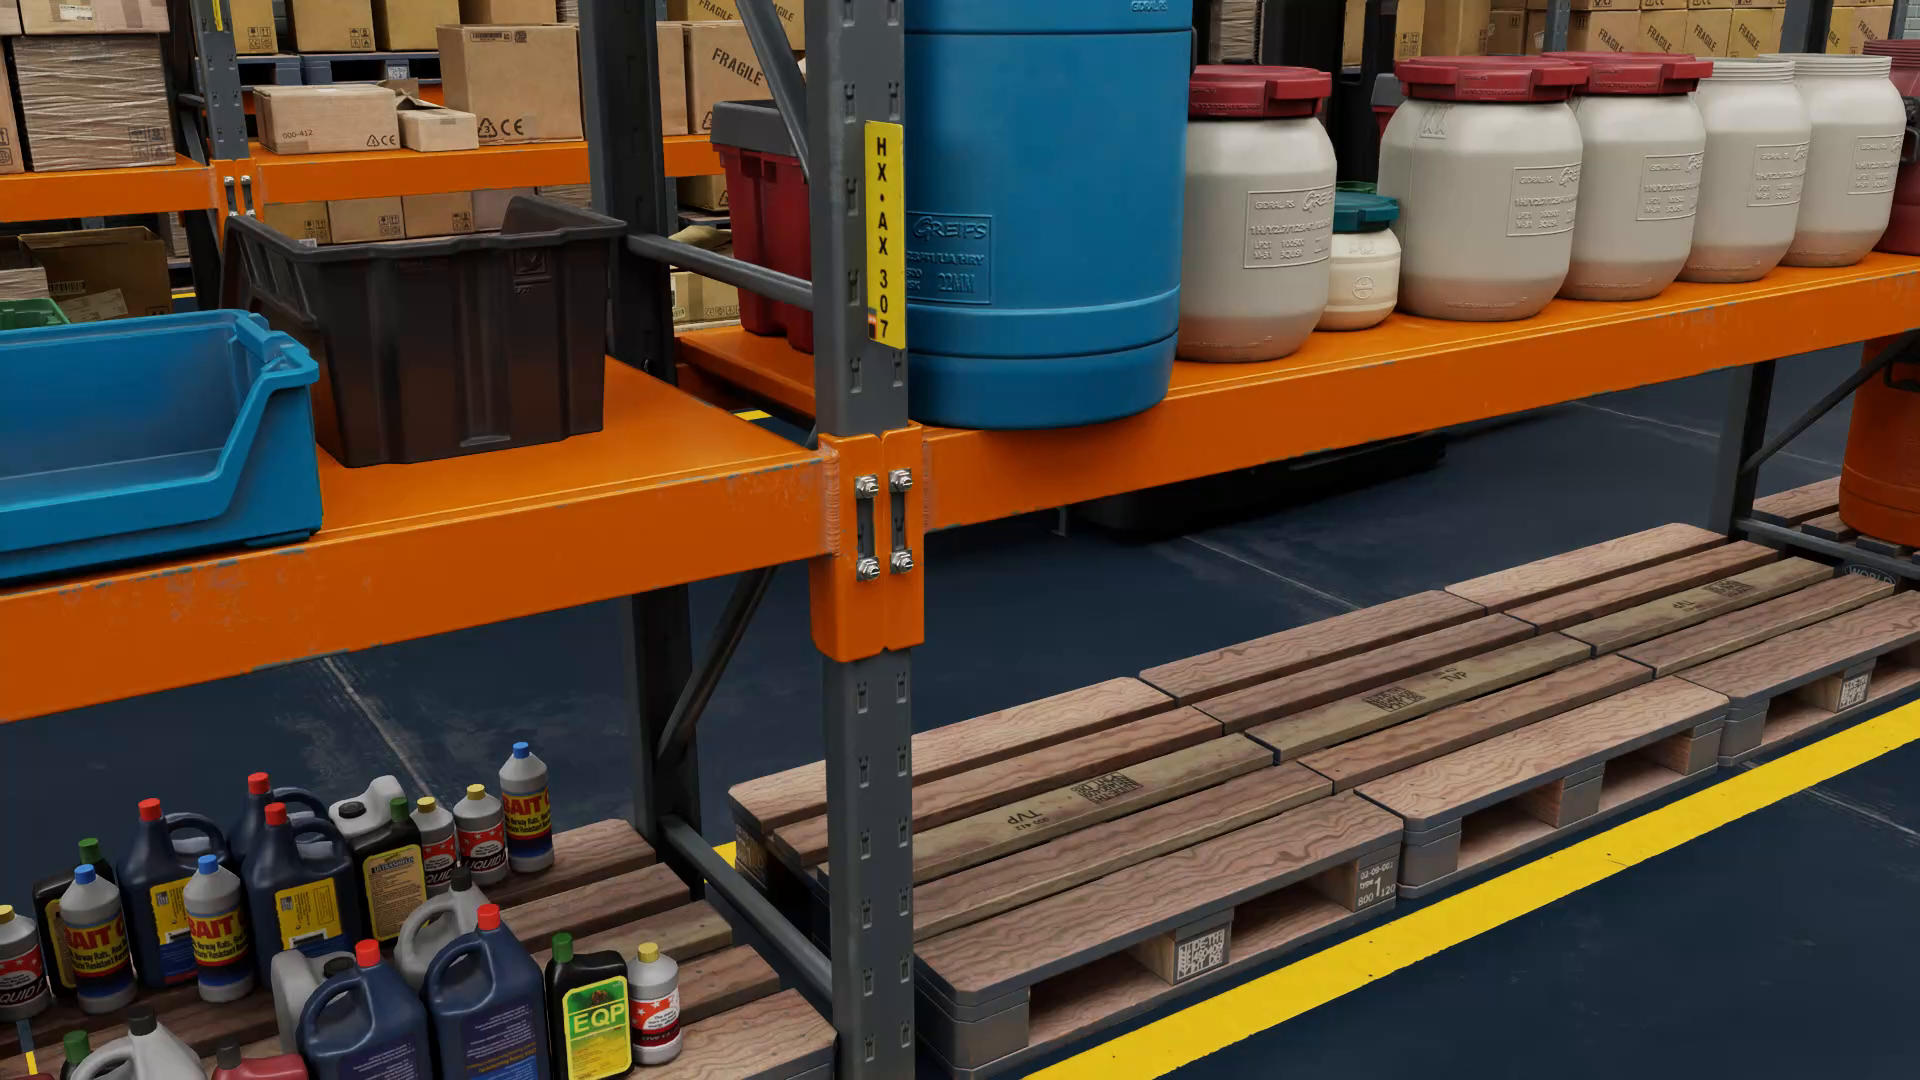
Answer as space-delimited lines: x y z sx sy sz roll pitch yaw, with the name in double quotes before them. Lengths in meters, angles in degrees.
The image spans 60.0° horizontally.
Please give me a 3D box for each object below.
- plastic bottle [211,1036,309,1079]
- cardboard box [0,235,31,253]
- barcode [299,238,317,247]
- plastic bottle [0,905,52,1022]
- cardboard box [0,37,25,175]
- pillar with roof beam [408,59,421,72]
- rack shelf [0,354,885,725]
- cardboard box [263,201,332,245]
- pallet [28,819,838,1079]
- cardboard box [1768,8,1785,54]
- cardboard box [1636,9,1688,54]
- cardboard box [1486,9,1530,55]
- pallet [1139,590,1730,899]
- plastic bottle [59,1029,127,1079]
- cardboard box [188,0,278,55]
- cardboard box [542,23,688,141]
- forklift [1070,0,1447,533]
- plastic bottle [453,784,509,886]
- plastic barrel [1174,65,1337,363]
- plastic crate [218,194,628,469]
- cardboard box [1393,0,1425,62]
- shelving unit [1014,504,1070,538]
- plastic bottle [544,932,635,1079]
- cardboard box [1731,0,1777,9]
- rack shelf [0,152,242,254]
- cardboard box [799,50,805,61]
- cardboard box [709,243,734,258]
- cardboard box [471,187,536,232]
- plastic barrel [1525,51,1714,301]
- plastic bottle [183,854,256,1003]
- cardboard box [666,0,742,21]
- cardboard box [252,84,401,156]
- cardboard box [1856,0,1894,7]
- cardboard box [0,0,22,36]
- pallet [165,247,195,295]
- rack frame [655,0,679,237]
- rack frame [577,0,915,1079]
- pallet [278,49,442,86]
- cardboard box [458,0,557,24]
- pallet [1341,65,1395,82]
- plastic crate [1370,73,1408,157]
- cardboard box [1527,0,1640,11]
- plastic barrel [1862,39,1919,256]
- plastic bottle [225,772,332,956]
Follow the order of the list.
"plastic bottle" -1.057 0.874 2.530 0.133 0.283 0.061 -10 21 -28
"cardboard box" -4.098 -0.958 6.860 0.500 0.500 0.500 -12 22 -31
"barcode" -2.683 -1.207 6.848 0.075 0.075 0.001 -12 22 -31
"plastic bottle" -1.714 0.757 3.005 0.097 0.201 0.097 0 19 0
"cardboard box" -3.930 -1.667 6.336 0.500 0.500 0.700 -12 22 -32
"pillar with roof beam" -1.706 -5.516 8.510 0.400 9.000 9.100 -12 22 -31
"rack shelf" -2.075 0.225 2.020 4.000 0.370 1.077 -12 22 -31
"cardboard box" -4.843 -2.381 11.821 0.500 0.500 0.700 -12 22 -32
"pallet" -0.988 0.960 3.077 1.213 0.211 1.003 -12 22 -31
"cardboard box" 5.821 -3.625 12.127 0.500 0.500 0.500 -12 22 -31
"cardboard box" 4.557 -3.359 11.339 0.500 0.500 0.500 -11 22 -30
"cardboard box" 3.832 -3.407 11.484 0.500 0.500 0.500 -11 22 -31
"pallet" 1.250 0.488 4.473 1.213 0.211 1.003 -12 22 -31
"plastic bottle" -1.292 0.868 2.547 0.133 0.283 0.061 -12 22 -31
"cardboard box" -4.938 -3.551 11.223 0.500 0.500 0.700 -9 21 -26
"cardboard box" -1.617 -2.153 7.775 0.500 0.500 0.500 -12 22 -31
"forklift" 1.472 -1.776 6.922 3.031 2.935 1.130 -14 23 -36
"plastic bottle" -0.996 0.605 3.453 0.097 0.201 0.097 0 19 0
"plastic barrel" 0.515 -0.643 3.250 0.433 0.535 0.433 0 19 0
"plastic crate" -0.912 -0.381 2.785 0.504 0.338 0.767 -12 22 -31
"cardboard box" 2.498 -3.288 10.475 0.500 0.500 0.700 -8 20 -23
"shelving unit" -0.014 -0.707 5.990 0.755 1.500 0.431 -12 22 -33
"plastic bottle" -0.625 0.783 2.800 0.133 0.283 0.061 -11 21 -29
"cardboard box" 5.395 -4.005 11.689 0.500 0.500 0.500 -11 22 -30
"rack shelf" -4.796 -1.101 5.941 4.000 0.370 1.077 -12 22 -31
"cardboard box" -1.272 -3.901 13.461 0.250 0.149 0.380 -11 22 -30
"cardboard box" -0.940 -1.321 8.231 0.500 0.311 0.500 -12 22 -32
"cardboard box" -3.579 -2.647 12.606 0.500 0.500 0.700 -12 22 -31
"plastic barrel" 1.489 -0.848 3.858 0.433 0.535 0.433 0 19 0
"plastic bottle" -1.361 0.705 3.050 0.097 0.271 0.097 0 19 0
"cardboard box" -1.966 -4.038 12.853 0.500 0.500 0.500 -11 22 -30
"cardboard box" -2.738 -1.821 7.183 0.500 0.250 0.500 -10 21 -28
"cardboard box" 6.676 -4.277 12.495 0.500 0.500 0.500 -12 22 -32
"cardboard box" -3.660 -1.954 6.171 0.250 0.149 0.380 -13 22 -33
"pallet" -5.204 -1.935 11.639 1.213 0.211 1.003 -12 22 -31
"rack frame" -2.512 -3.823 12.869 0.127 3.000 1.000 -12 22 -31
"rack frame" -0.404 -0.469 2.947 0.127 3.000 1.000 -12 22 -31
"pallet" -4.143 -3.372 11.836 1.213 0.211 1.003 -12 22 -31
"cardboard box" -3.351 -3.888 12.217 0.500 0.500 0.700 -14 23 -36
"pallet" 1.837 -2.752 10.000 1.213 0.211 1.003 -12 22 -31
"plastic crate" 1.418 -1.001 4.421 0.583 0.464 0.402 -12 22 -31
"cardboard box" 4.104 -3.732 10.883 0.500 0.500 0.500 -11 22 -30
"plastic barrel" 2.715 -1.075 4.528 0.708 0.536 0.600 -12 22 -31
"plastic bottle" -1.307 0.609 3.209 0.185 0.351 0.144 -11 22 -30
